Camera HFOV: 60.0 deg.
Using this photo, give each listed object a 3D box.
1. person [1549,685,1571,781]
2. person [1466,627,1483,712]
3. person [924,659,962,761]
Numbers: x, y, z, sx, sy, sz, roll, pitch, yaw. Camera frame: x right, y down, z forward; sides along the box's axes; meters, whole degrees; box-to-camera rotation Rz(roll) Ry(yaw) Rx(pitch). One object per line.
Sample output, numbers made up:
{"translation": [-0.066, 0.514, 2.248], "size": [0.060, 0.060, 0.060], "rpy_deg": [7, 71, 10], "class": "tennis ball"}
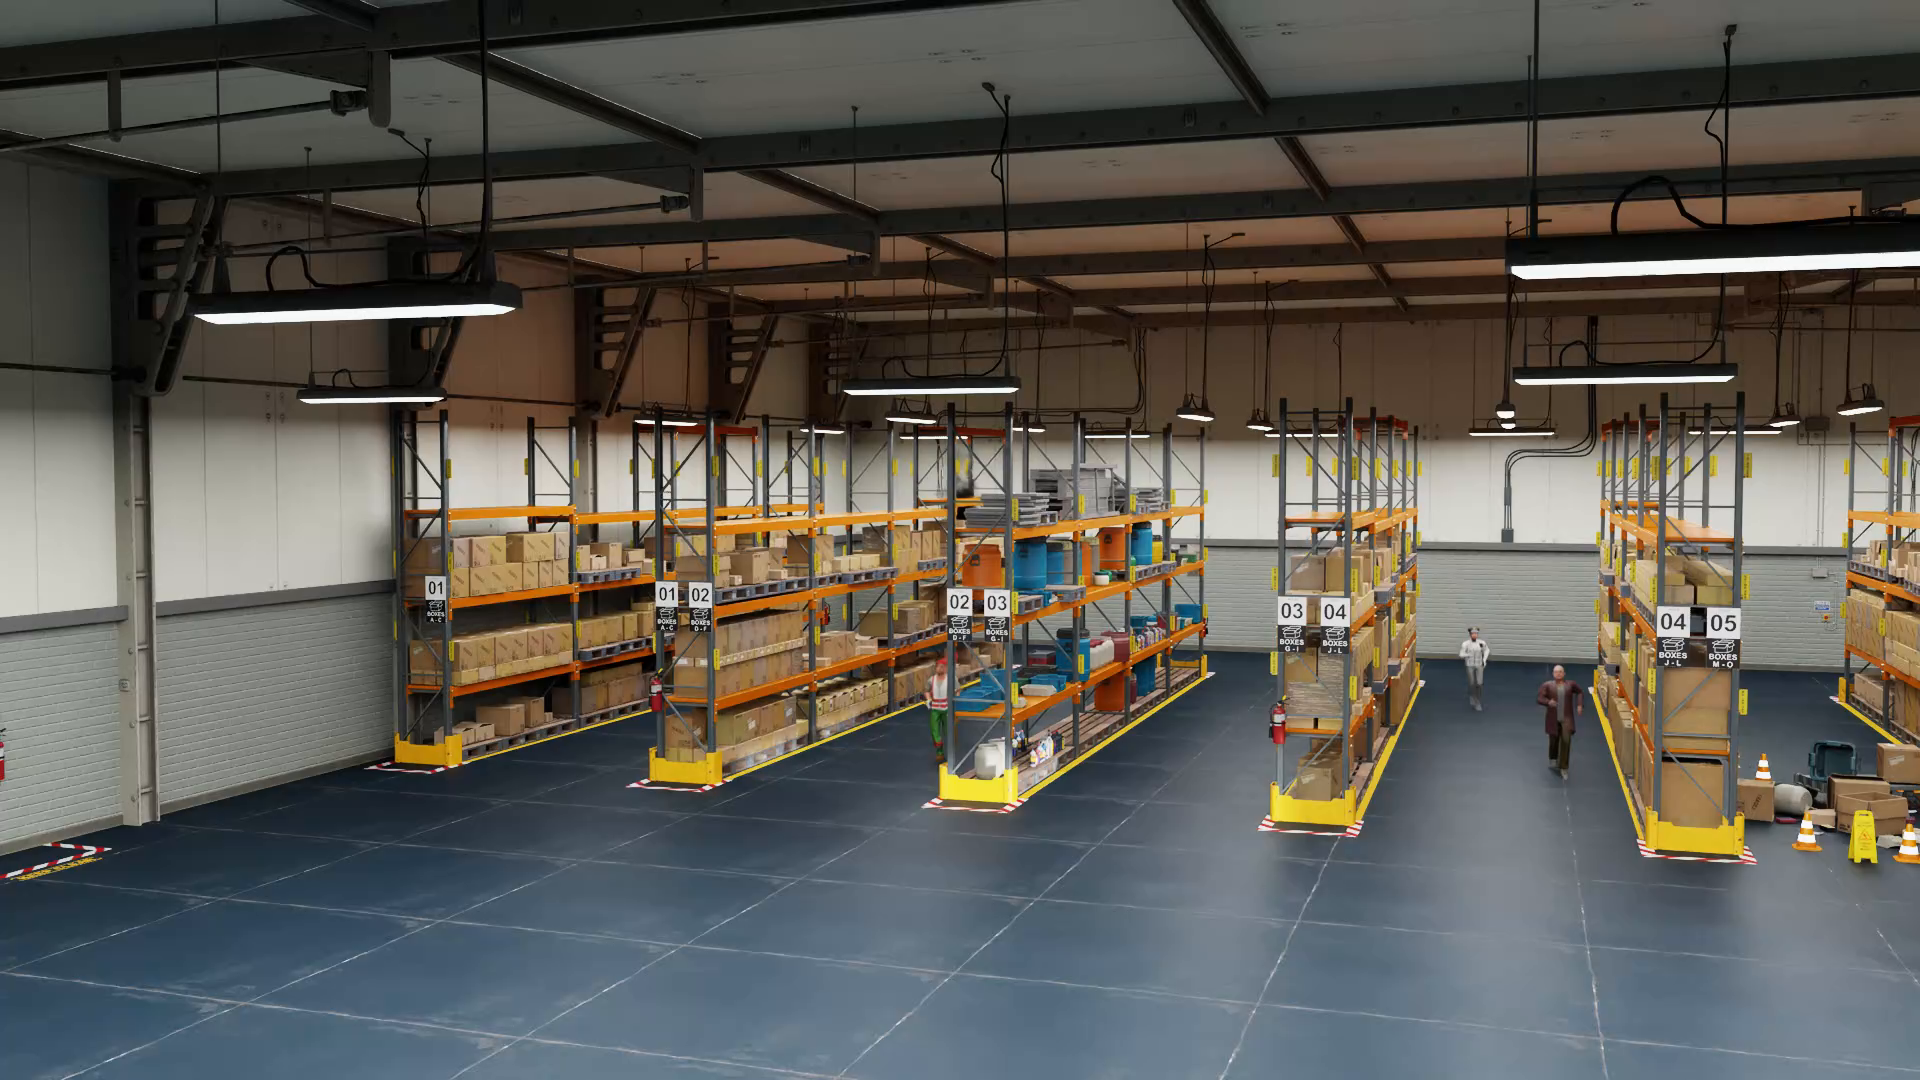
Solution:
{"translation": [9.781, 3.079, 27.169], "size": [0.613, 1.533, 1.039], "rpy_deg": [1, 3, 19], "class": "person"}
{"translation": [10.706, 2.673, 34.661], "size": [0.346, 1.752, 0.771], "rpy_deg": [1, 3, 16], "class": "person"}
{"translation": [-0.302, 2.916, 28.699], "size": [0.676, 1.724, 0.675], "rpy_deg": [1, 3, 13], "class": "person"}
